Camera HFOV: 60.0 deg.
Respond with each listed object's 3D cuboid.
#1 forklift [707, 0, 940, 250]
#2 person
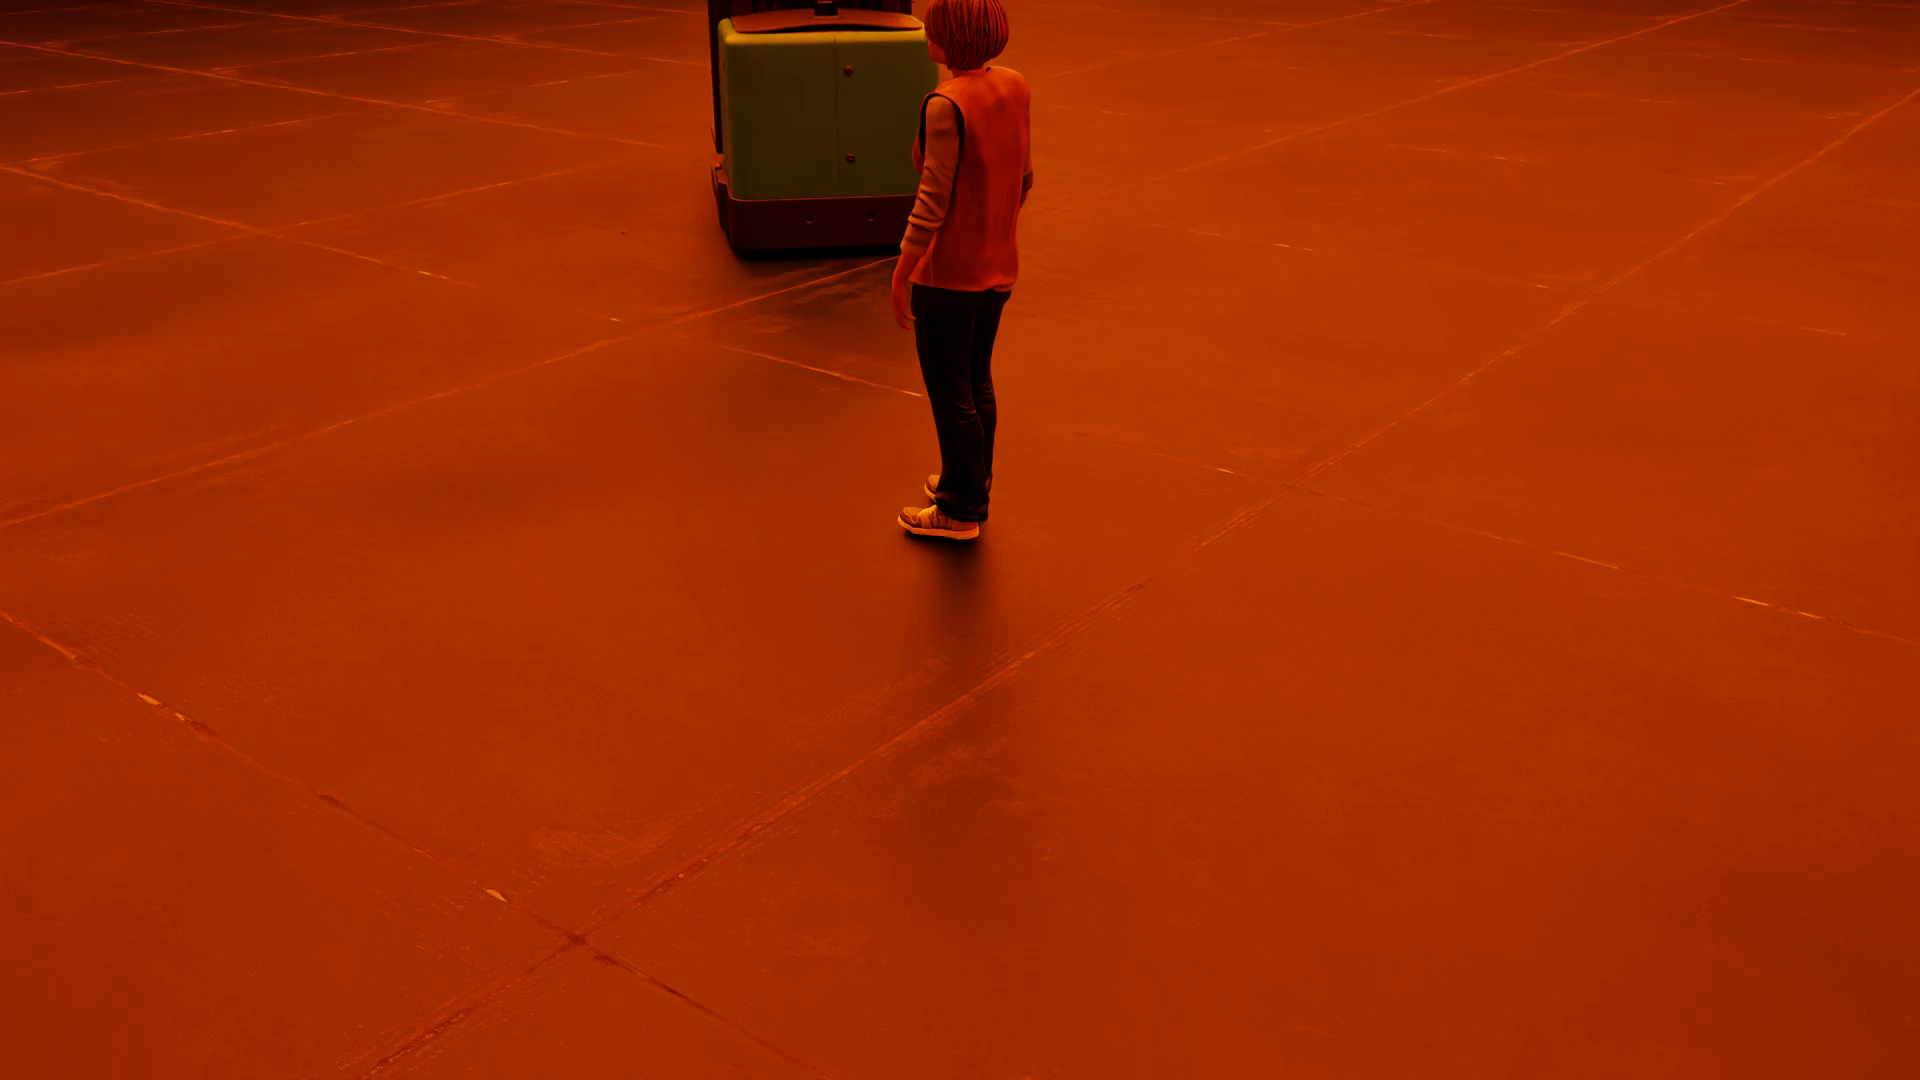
[{"bbox_3d":[-0.845,-3.310,8.964,1.130,2.935,3.031,-4,24,-9],"label":"forklift"},{"bbox_3d":[-0.049,-0.753,4.752,0.473,1.576,0.513,17,29,34],"label":"person"}]
